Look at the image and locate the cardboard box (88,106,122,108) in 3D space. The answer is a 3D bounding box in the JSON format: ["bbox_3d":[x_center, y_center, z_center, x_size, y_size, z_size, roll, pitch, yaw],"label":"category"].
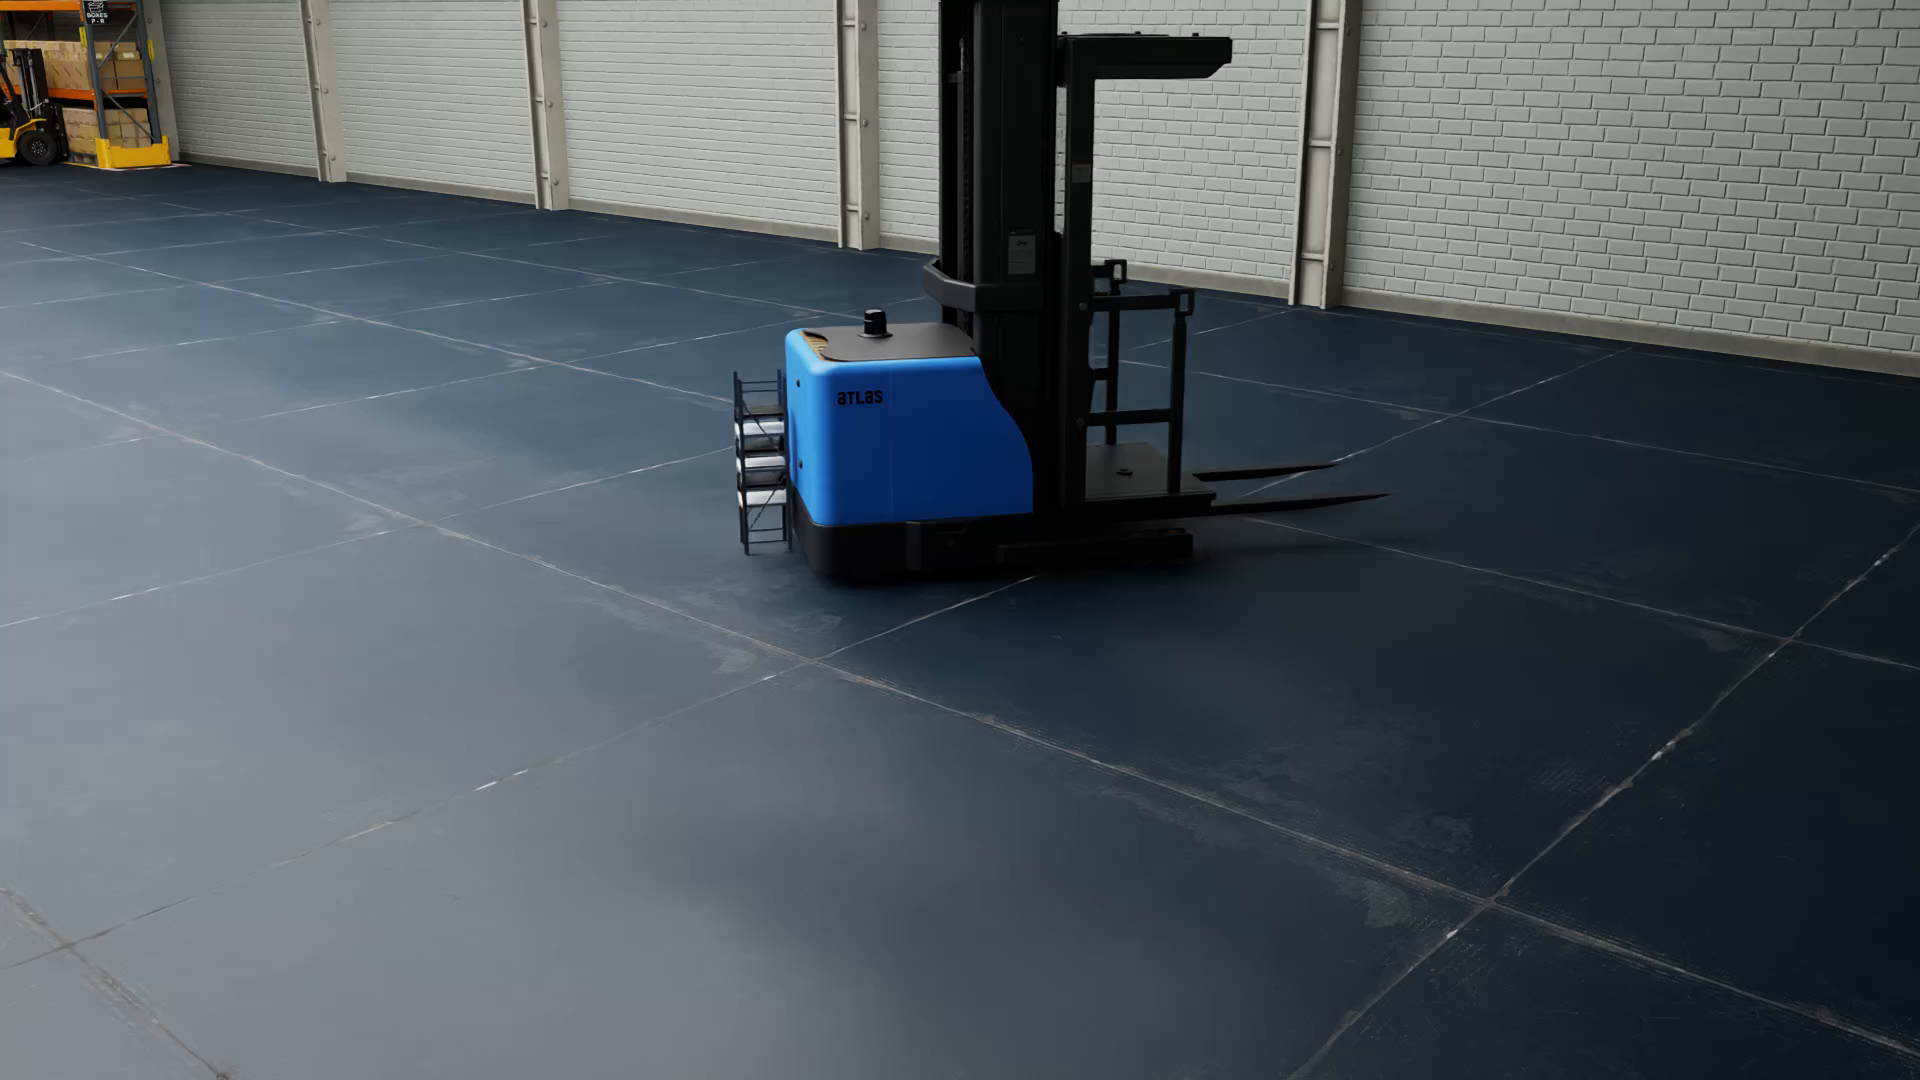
[{"bbox_3d":[-15.686,-7.814,30.473,0.500,0.250,0.500,15,23,39],"label":"cardboard box"}]

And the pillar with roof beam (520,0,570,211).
[{"bbox_3d":[-8.514,-7.926,18.709,0.400,9.000,9.100,15,23,39],"label":"pillar with roof beam"}]

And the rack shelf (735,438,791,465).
[{"bbox_3d":[-0.989,-0.444,8.333,0.258,0.077,0.200,-4,18,-13],"label":"rack shelf"}]

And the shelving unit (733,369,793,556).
[{"bbox_3d":[-0.989,-0.390,8.350,0.258,0.900,0.210,-4,18,-13],"label":"shelving unit"}]

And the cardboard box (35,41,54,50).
[{"bbox_3d":[-16.643,-9.036,30.396,0.250,0.149,0.380,15,23,39],"label":"cardboard box"}]

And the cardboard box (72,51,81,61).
[{"bbox_3d":[-15.365,-8.514,29.242,0.250,0.149,0.380,16,23,40],"label":"cardboard box"}]

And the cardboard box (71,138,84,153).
[{"bbox_3d":[-15.636,-7.120,29.941,0.500,0.250,0.500,15,23,39],"label":"cardboard box"}]

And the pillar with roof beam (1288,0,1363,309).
[{"bbox_3d":[0.461,-5.516,11.117,0.400,9.000,9.100,15,23,39],"label":"pillar with roof beam"}]

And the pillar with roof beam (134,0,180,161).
[{"bbox_3d":[-17.489,-10.335,26.301,0.400,9.000,9.100,15,23,39],"label":"pillar with roof beam"}]

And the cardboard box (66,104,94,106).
[{"bbox_3d":[-16.446,-8.017,31.114,0.500,0.250,0.500,15,23,40],"label":"cardboard box"}]

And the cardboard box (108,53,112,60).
[{"bbox_3d":[-15.018,-8.625,29.592,0.250,0.149,0.380,15,23,39],"label":"cardboard box"}]

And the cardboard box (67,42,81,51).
[{"bbox_3d":[-15.536,-8.718,29.393,0.250,0.149,0.380,16,23,40],"label":"cardboard box"}]

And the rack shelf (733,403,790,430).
[{"bbox_3d":[-0.990,-0.615,8.279,0.258,0.077,0.200,-4,18,-13],"label":"rack shelf"}]

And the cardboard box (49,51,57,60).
[{"bbox_3d":[-16.130,-8.721,29.895,0.250,0.149,0.380,15,23,40],"label":"cardboard box"}]

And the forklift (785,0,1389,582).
[{"bbox_3d":[0.675,-1.415,8.224,3.031,2.935,1.130,-4,18,-13],"label":"forklift"}]

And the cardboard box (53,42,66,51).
[{"bbox_3d":[-15.941,-8.812,29.689,0.250,0.149,0.380,16,23,41],"label":"cardboard box"}]

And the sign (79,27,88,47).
[{"bbox_3d":[-15.080,-8.651,28.606,0.005,0.325,0.100,15,23,39],"label":"sign"}]

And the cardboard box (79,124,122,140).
[{"bbox_3d":[-15.281,-7.261,29.557,0.500,0.250,0.500,15,23,39],"label":"cardboard box"}]

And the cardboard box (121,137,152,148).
[{"bbox_3d":[-14.947,-7.138,29.997,0.500,0.250,0.500,15,23,39],"label":"cardboard box"}]

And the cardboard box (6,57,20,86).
[{"bbox_3d":[-17.542,-8.809,31.244,0.500,0.500,0.500,14,22,38],"label":"cardboard box"}]

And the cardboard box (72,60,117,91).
[{"bbox_3d":[-15.252,-8.193,29.304,0.500,0.500,0.500,14,23,38],"label":"cardboard box"}]

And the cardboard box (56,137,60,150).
[{"bbox_3d":[-16.408,-7.322,30.576,0.500,0.250,0.500,16,24,41],"label":"cardboard box"}]

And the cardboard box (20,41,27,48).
[{"bbox_3d":[-17.083,-9.120,30.662,0.250,0.149,0.380,16,23,40],"label":"cardboard box"}]

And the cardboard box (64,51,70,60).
[{"bbox_3d":[-15.697,-8.632,29.614,0.250,0.149,0.380,15,23,39],"label":"cardboard box"}]

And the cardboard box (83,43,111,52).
[{"bbox_3d":[-15.117,-8.629,29.113,0.250,0.149,0.380,15,23,39],"label":"cardboard box"}]

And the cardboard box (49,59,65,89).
[{"bbox_3d":[-16.017,-8.402,29.963,0.500,0.500,0.500,14,23,38],"label":"cardboard box"}]

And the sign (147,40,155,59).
[{"bbox_3d":[-14.336,-8.681,29.444,0.005,0.325,0.100,15,23,39],"label":"sign"}]

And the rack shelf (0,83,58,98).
[{"bbox_3d":[-19.197,-8.968,33.100,4.000,0.370,1.077,15,23,39],"label":"rack shelf"}]

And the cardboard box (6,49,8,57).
[{"bbox_3d":[-18.104,-9.284,31.670,0.250,0.149,0.380,16,24,41],"label":"cardboard box"}]

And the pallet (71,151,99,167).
[{"bbox_3d":[-15.309,-6.921,30.071,1.213,0.211,1.003,15,23,39],"label":"pallet"}]

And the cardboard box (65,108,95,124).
[{"bbox_3d":[-15.647,-7.595,29.784,0.500,0.250,0.500,16,23,40],"label":"cardboard box"}]

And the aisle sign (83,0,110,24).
[{"bbox_3d":[-14.855,-9.266,28.551,0.004,0.787,0.394,15,23,39],"label":"aisle sign"}]

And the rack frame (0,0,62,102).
[{"bbox_3d":[-17.701,-8.909,31.726,0.127,3.000,1.000,15,23,39],"label":"rack frame"}]

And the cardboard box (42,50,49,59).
[{"bbox_3d":[-16.494,-8.828,30.231,0.250,0.149,0.380,14,23,38],"label":"cardboard box"}]

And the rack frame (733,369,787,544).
[{"bbox_3d":[-1.012,-0.419,8.445,0.240,0.900,0.006,-4,18,-13],"label":"rack frame"}]

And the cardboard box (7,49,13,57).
[{"bbox_3d":[-17.637,-9.143,31.223,0.250,0.149,0.380,15,23,38],"label":"cardboard box"}]

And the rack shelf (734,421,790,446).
[{"bbox_3d":[-0.989,-0.529,8.306,0.258,0.077,0.200,-4,18,-13],"label":"rack shelf"}]

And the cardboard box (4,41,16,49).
[{"bbox_3d":[-17.660,-9.277,31.154,0.250,0.149,0.380,16,23,40],"label":"cardboard box"}]

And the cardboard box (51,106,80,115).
[{"bbox_3d":[-16.405,-7.798,30.422,0.500,0.250,0.500,14,23,38],"label":"cardboard box"}]

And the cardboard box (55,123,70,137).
[{"bbox_3d":[-16.049,-7.463,30.193,0.500,0.250,0.500,14,23,38],"label":"cardboard box"}]

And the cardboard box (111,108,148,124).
[{"bbox_3d":[-14.943,-7.612,29.835,0.500,0.250,0.500,15,23,38],"label":"cardboard box"}]

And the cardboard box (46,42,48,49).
[{"bbox_3d":[-16.268,-8.936,30.079,0.250,0.149,0.380,15,23,40],"label":"cardboard box"}]

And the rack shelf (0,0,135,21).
[{"bbox_3d":[-16.205,-9.594,30.115,4.000,0.370,1.077,15,23,39],"label":"rack shelf"}]
